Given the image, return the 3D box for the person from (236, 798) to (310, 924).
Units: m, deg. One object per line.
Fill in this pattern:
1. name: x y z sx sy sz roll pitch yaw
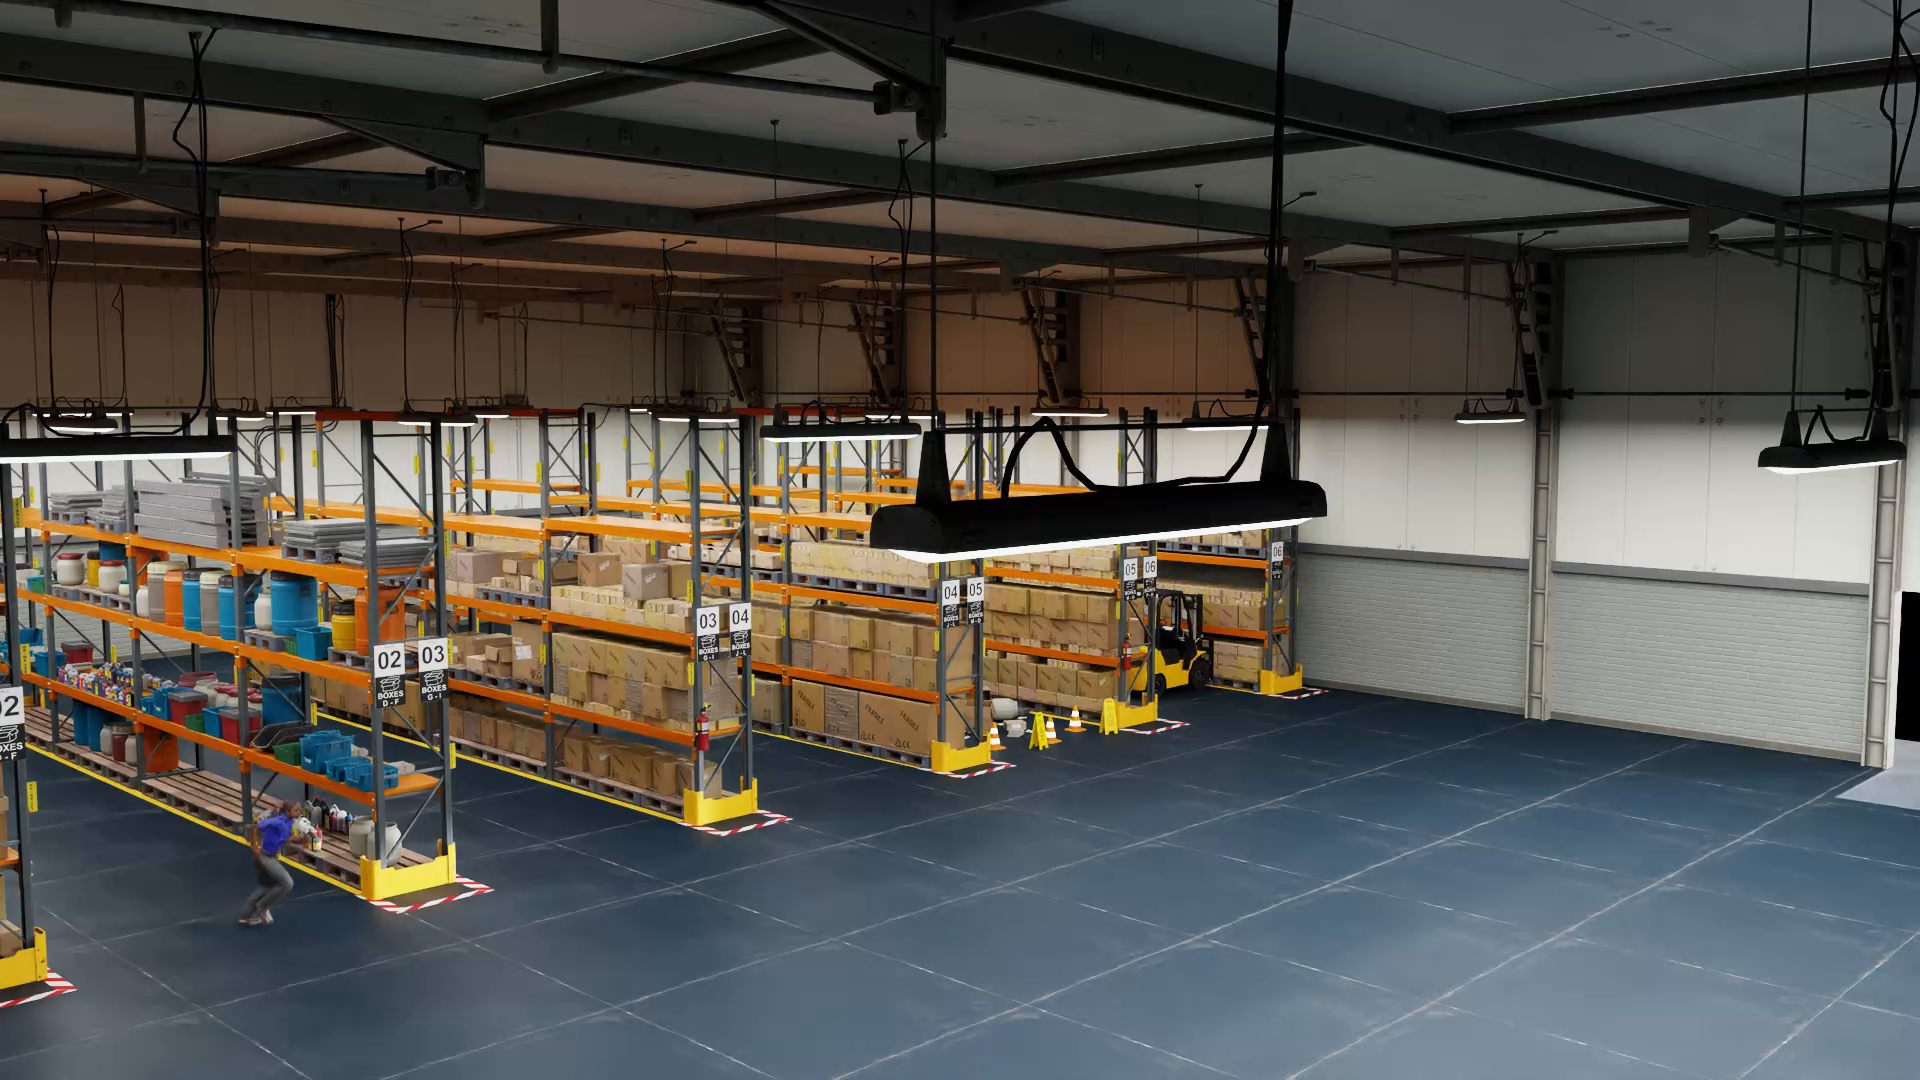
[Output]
1. person: -8.156 3.817 19.699 0.883 1.509 0.595 0 5 -3
